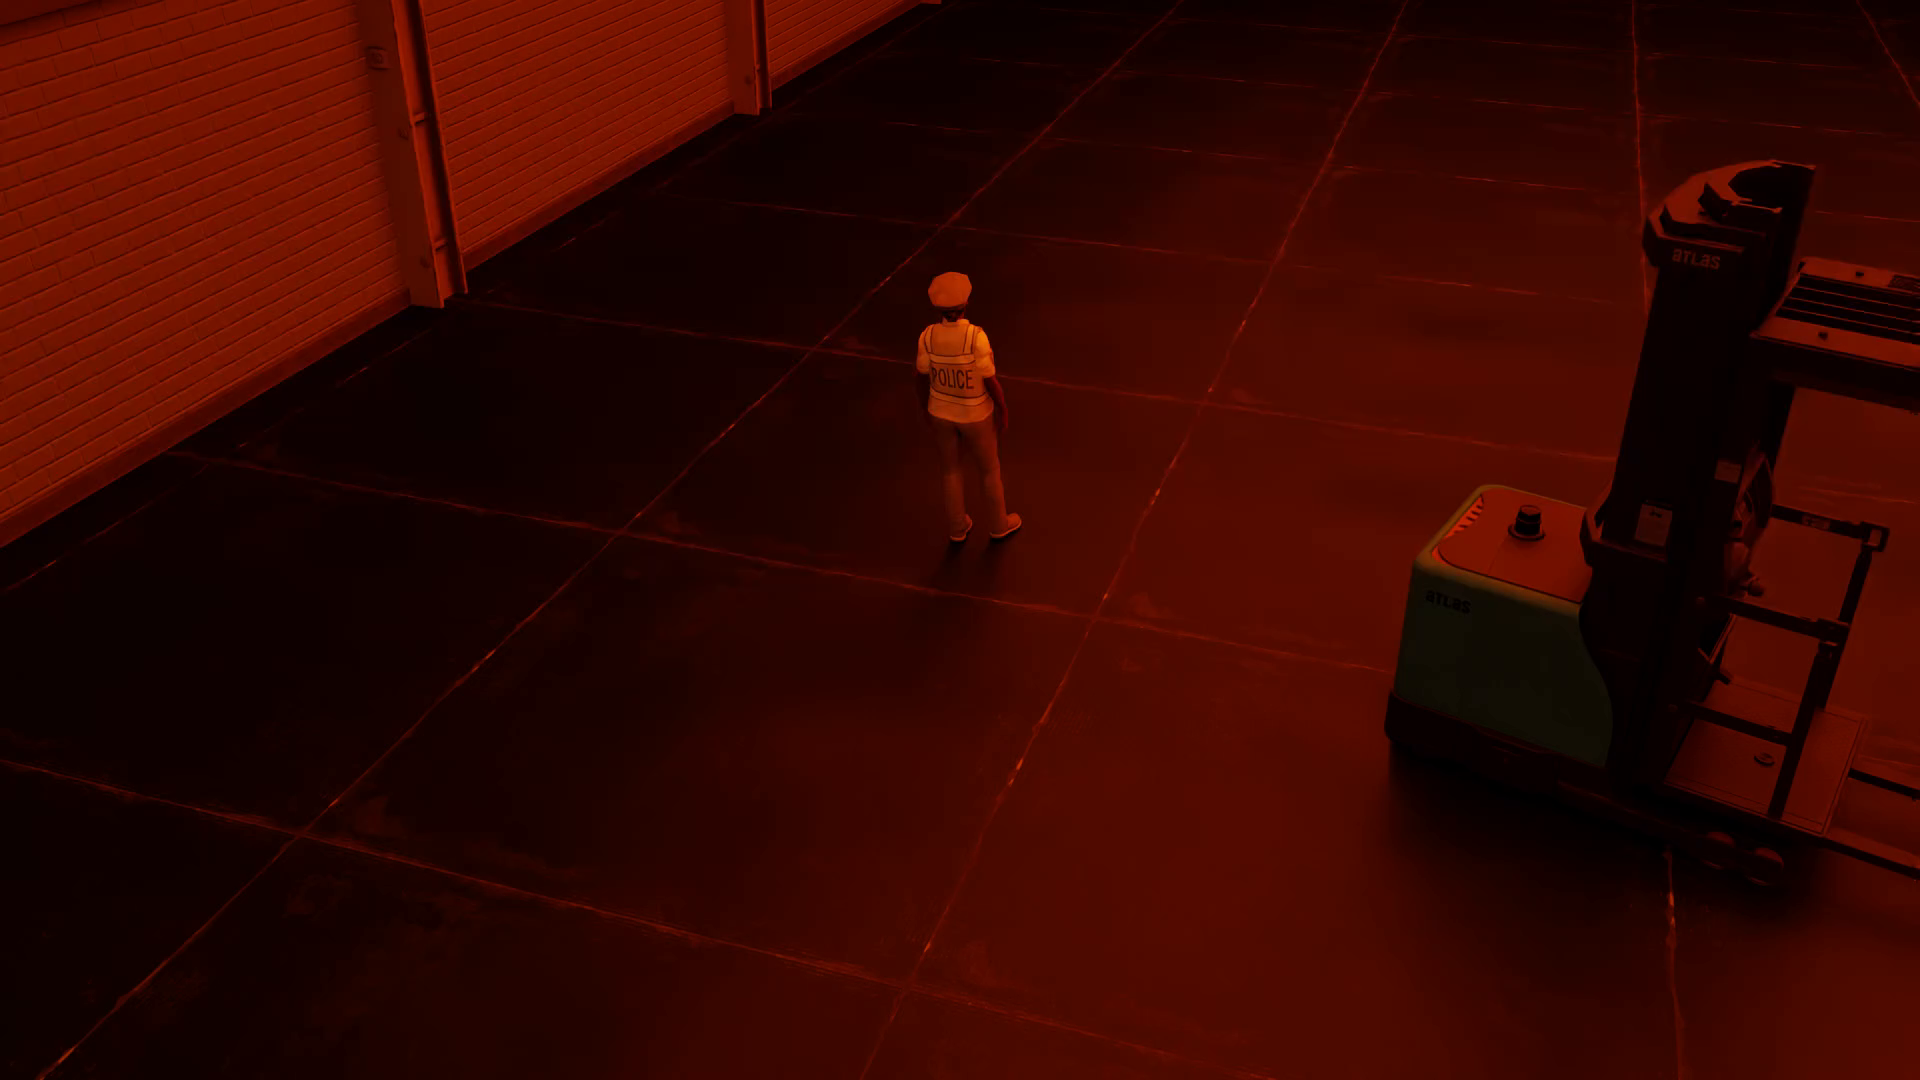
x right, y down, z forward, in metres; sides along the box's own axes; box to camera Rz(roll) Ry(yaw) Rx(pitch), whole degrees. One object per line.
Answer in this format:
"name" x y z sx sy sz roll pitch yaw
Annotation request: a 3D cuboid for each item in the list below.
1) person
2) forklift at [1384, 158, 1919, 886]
"person" 0.043 -0.774 9.729 0.569 1.695 0.530 10 31 16
"forklift" 3.620 -0.038 7.203 3.031 2.935 1.130 19 35 29
